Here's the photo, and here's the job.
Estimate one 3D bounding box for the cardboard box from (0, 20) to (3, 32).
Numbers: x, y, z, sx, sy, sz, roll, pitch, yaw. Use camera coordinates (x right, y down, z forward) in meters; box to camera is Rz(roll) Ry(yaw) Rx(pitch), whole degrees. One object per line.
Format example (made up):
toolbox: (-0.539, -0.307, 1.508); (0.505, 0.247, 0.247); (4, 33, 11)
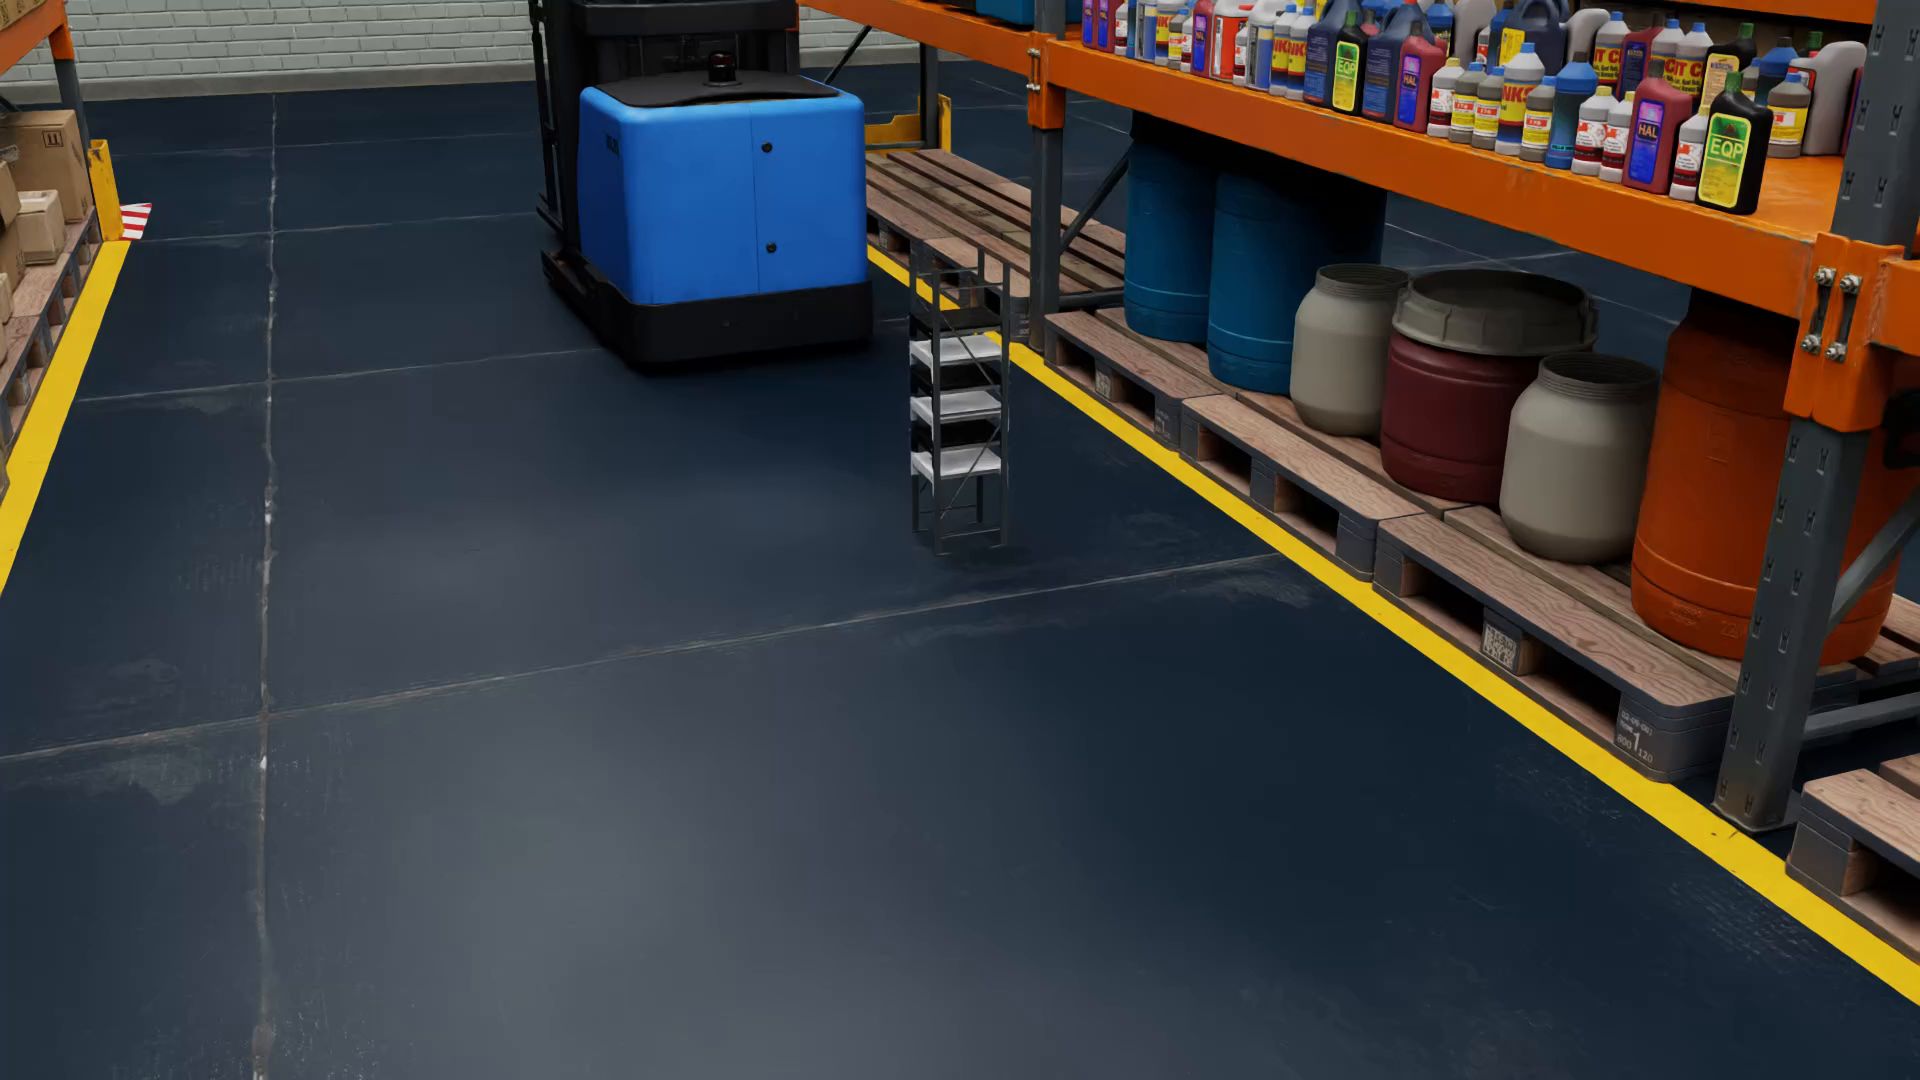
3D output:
cardboard box: (-4.133, -2.225, 6.538); (0.500, 0.500, 0.500); (-8, 24, -19)

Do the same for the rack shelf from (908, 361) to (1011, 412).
rack shelf: (-0.003, -0.470, 5.060); (0.258, 0.077, 0.200); (-8, 24, -19)

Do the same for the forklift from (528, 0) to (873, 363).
forklift: (-1.432, -2.613, 7.677); (1.130, 2.935, 3.031); (-10, 25, -22)

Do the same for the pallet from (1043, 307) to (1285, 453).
pallet: (1.020, -0.696, 6.629); (1.003, 0.211, 1.213); (-8, 24, -19)

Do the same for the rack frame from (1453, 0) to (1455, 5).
rack frame: (4.007, -4.400, 11.827); (1.000, 3.000, 0.127); (-8, 24, -19)

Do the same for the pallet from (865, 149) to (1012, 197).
pallet: (-0.372, -2.130, 10.033); (1.003, 0.211, 1.213); (-8, 24, -19)

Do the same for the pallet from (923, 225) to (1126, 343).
pallet: (0.490, -1.244, 7.929); (1.003, 0.211, 1.213); (-8, 24, -19)

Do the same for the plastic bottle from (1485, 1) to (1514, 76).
plastic bottle: (1.721, -1.564, 5.265); (0.097, 0.271, 0.097); (0, 23, 0)

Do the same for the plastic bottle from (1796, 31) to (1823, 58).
plastic bottle: (2.181, -1.184, 4.348); (0.061, 0.283, 0.133); (-8, 24, -19)

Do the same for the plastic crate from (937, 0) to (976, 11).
plastic crate: (0.140, -2.538, 7.685); (0.437, 0.125, 0.590); (-8, 24, -19)

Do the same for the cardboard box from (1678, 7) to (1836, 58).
cardboard box: (4.944, -2.739, 10.081); (0.875, 0.875, 0.875); (-8, 24, -19)

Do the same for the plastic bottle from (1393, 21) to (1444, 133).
plastic bottle: (1.254, -1.263, 4.536); (0.061, 0.283, 0.133); (-8, 24, -19)

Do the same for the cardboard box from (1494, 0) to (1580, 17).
cardboard box: (4.308, -3.393, 11.632); (0.875, 0.875, 0.875); (-8, 24, -19)

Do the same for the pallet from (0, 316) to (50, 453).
pallet: (-4.091, -0.553, 6.291); (1.003, 0.211, 1.213); (-8, 24, -19)

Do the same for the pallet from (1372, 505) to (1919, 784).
pallet: (1.882, 0.191, 4.526); (1.003, 0.211, 1.213); (-8, 24, -19)

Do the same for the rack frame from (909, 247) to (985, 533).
rack frame: (-0.039, -0.455, 5.170); (0.240, 0.900, 0.006); (-8, 24, -19)

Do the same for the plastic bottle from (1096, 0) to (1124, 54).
plastic bottle: (0.564, -1.973, 6.219); (0.061, 0.283, 0.133); (-8, 24, -19)

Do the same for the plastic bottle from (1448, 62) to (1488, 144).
plastic bottle: (1.346, -1.151, 4.374); (0.097, 0.201, 0.097); (0, 23, 0)

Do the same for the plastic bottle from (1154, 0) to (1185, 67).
plastic bottle: (0.738, -1.808, 5.844); (0.097, 0.271, 0.097); (0, 23, 0)

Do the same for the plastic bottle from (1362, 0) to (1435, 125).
plastic bottle: (1.236, -1.358, 4.673); (0.144, 0.351, 0.185); (-8, 24, -19)

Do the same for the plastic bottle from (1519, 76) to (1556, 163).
plastic bottle: (1.449, -1.045, 4.122); (0.097, 0.201, 0.097); (0, 23, 0)

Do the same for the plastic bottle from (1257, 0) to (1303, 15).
plastic bottle: (1.063, -1.674, 5.519); (0.152, 0.276, 0.135); (-8, 24, -19)

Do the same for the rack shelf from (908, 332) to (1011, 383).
rack shelf: (-0.003, -0.553, 5.025); (0.258, 0.077, 0.200); (-8, 24, -19)

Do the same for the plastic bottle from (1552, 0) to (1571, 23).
plastic bottle: (1.806, -1.555, 5.140); (0.144, 0.351, 0.185); (-8, 24, -19)

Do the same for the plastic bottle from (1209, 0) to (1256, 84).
plastic bottle: (0.921, -1.653, 5.469); (0.152, 0.276, 0.135); (-8, 24, -19)

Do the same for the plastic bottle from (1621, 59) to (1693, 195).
plastic bottle: (1.576, -0.932, 3.749); (0.061, 0.283, 0.133); (-8, 24, -19)

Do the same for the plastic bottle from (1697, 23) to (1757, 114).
plastic bottle: (2.099, -1.268, 4.547); (0.061, 0.283, 0.133); (-8, 24, -19)

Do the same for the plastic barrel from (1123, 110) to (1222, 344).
plastic barrel: (0.963, -1.293, 6.618); (0.600, 0.901, 0.708); (-8, 24, -19)

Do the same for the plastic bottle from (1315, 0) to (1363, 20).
plastic bottle: (1.348, -1.868, 5.884); (0.144, 0.351, 0.185); (-8, 24, -19)

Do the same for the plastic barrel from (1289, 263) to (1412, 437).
plastic barrel: (1.329, -0.639, 5.567); (0.421, 0.512, 0.421); (0, 23, 0)

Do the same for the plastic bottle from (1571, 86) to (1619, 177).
plastic bottle: (1.518, -0.974, 3.955); (0.097, 0.201, 0.097); (0, 23, 0)

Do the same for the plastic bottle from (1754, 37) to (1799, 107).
plastic bottle: (2.113, -1.161, 4.309); (0.097, 0.271, 0.097); (0, 23, 0)

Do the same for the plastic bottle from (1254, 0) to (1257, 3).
plastic bottle: (1.118, -2.053, 6.514); (0.097, 0.201, 0.097); (0, 23, 0)

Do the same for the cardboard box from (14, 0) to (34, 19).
cardboard box: (-4.491, -2.593, 7.410); (0.500, 0.500, 0.500); (-8, 24, -19)

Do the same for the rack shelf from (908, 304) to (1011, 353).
rack shelf: (-0.003, -0.636, 4.990); (0.258, 0.077, 0.200); (-8, 24, -19)

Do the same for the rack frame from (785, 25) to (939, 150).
rack frame: (-0.627, -3.720, 10.215); (1.000, 3.000, 0.127); (-8, 24, -19)

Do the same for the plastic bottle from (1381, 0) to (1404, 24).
plastic bottle: (1.473, -1.720, 5.634); (0.097, 0.271, 0.097); (0, 23, 0)

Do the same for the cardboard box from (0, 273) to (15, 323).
cardboard box: (-4.110, -0.981, 6.797); (0.380, 0.166, 0.250); (-8, 24, -19)

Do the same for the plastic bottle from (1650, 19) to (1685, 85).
plastic bottle: (2.007, -1.337, 4.727); (0.097, 0.271, 0.097); (0, 23, 0)

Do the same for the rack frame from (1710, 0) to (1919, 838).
rack frame: (2.199, -0.813, 3.318); (1.000, 3.000, 0.127); (-8, 24, -19)

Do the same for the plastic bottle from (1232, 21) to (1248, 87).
plastic bottle: (0.936, -1.573, 5.375); (0.097, 0.201, 0.097); (0, 23, 0)

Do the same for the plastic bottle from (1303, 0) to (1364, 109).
plastic bottle: (1.124, -1.474, 4.948); (0.144, 0.351, 0.185); (-8, 24, -19)

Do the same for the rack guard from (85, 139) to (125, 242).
rack guard: (-5.235, -1.862, 9.025); (1.175, 0.500, 0.348); (-8, 24, -19)

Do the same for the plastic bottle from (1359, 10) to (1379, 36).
plastic bottle: (1.198, -1.387, 4.830); (0.061, 0.283, 0.133); (-8, 24, -19)

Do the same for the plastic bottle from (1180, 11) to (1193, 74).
plastic bottle: (0.807, -1.705, 5.690); (0.097, 0.201, 0.097); (0, 23, 0)

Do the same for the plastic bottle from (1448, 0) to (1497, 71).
plastic bottle: (1.665, -1.662, 5.490); (0.152, 0.276, 0.135); (-8, 24, -19)

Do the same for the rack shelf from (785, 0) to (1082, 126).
rack shelf: (0.080, -2.662, 8.630); (1.077, 0.370, 4.000); (-8, 24, -19)

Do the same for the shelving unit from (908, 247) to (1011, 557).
shelving unit: (-0.003, -0.418, 5.082); (0.258, 0.900, 0.210); (-8, 24, -19)

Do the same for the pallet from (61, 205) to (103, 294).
pallet: (-4.953, -1.440, 8.394); (1.003, 0.211, 1.213); (-8, 24, -19)

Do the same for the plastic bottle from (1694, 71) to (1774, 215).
plastic bottle: (1.657, -0.848, 3.550); (0.061, 0.283, 0.133); (-8, 24, -19)

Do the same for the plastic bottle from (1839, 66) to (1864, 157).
plastic bottle: (2.276, -1.087, 4.117); (0.061, 0.283, 0.133); (-8, 24, -19)

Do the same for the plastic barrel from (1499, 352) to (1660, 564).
plastic barrel: (1.728, -0.229, 4.593); (0.421, 0.512, 0.421); (0, 23, 0)

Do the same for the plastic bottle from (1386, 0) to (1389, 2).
plastic bottle: (1.535, -1.795, 5.806); (0.152, 0.276, 0.135); (-8, 24, -19)

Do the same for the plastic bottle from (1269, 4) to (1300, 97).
plastic bottle: (1.018, -1.520, 5.161); (0.097, 0.271, 0.097); (0, 23, 0)

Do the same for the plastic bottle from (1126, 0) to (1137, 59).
plastic bottle: (0.656, -1.893, 6.044); (0.097, 0.271, 0.097); (0, 23, 0)

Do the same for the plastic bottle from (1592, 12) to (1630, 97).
plastic bottle: (1.926, -1.421, 4.926); (0.097, 0.271, 0.097); (0, 23, 0)

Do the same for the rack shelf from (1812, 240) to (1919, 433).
rack shelf: (2.906, 0.245, 1.733); (1.077, 0.370, 4.000); (-8, 24, -19)

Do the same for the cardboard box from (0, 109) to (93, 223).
cardboard box: (-4.839, -1.929, 8.617); (0.500, 0.500, 0.500); (-8, 24, -19)
